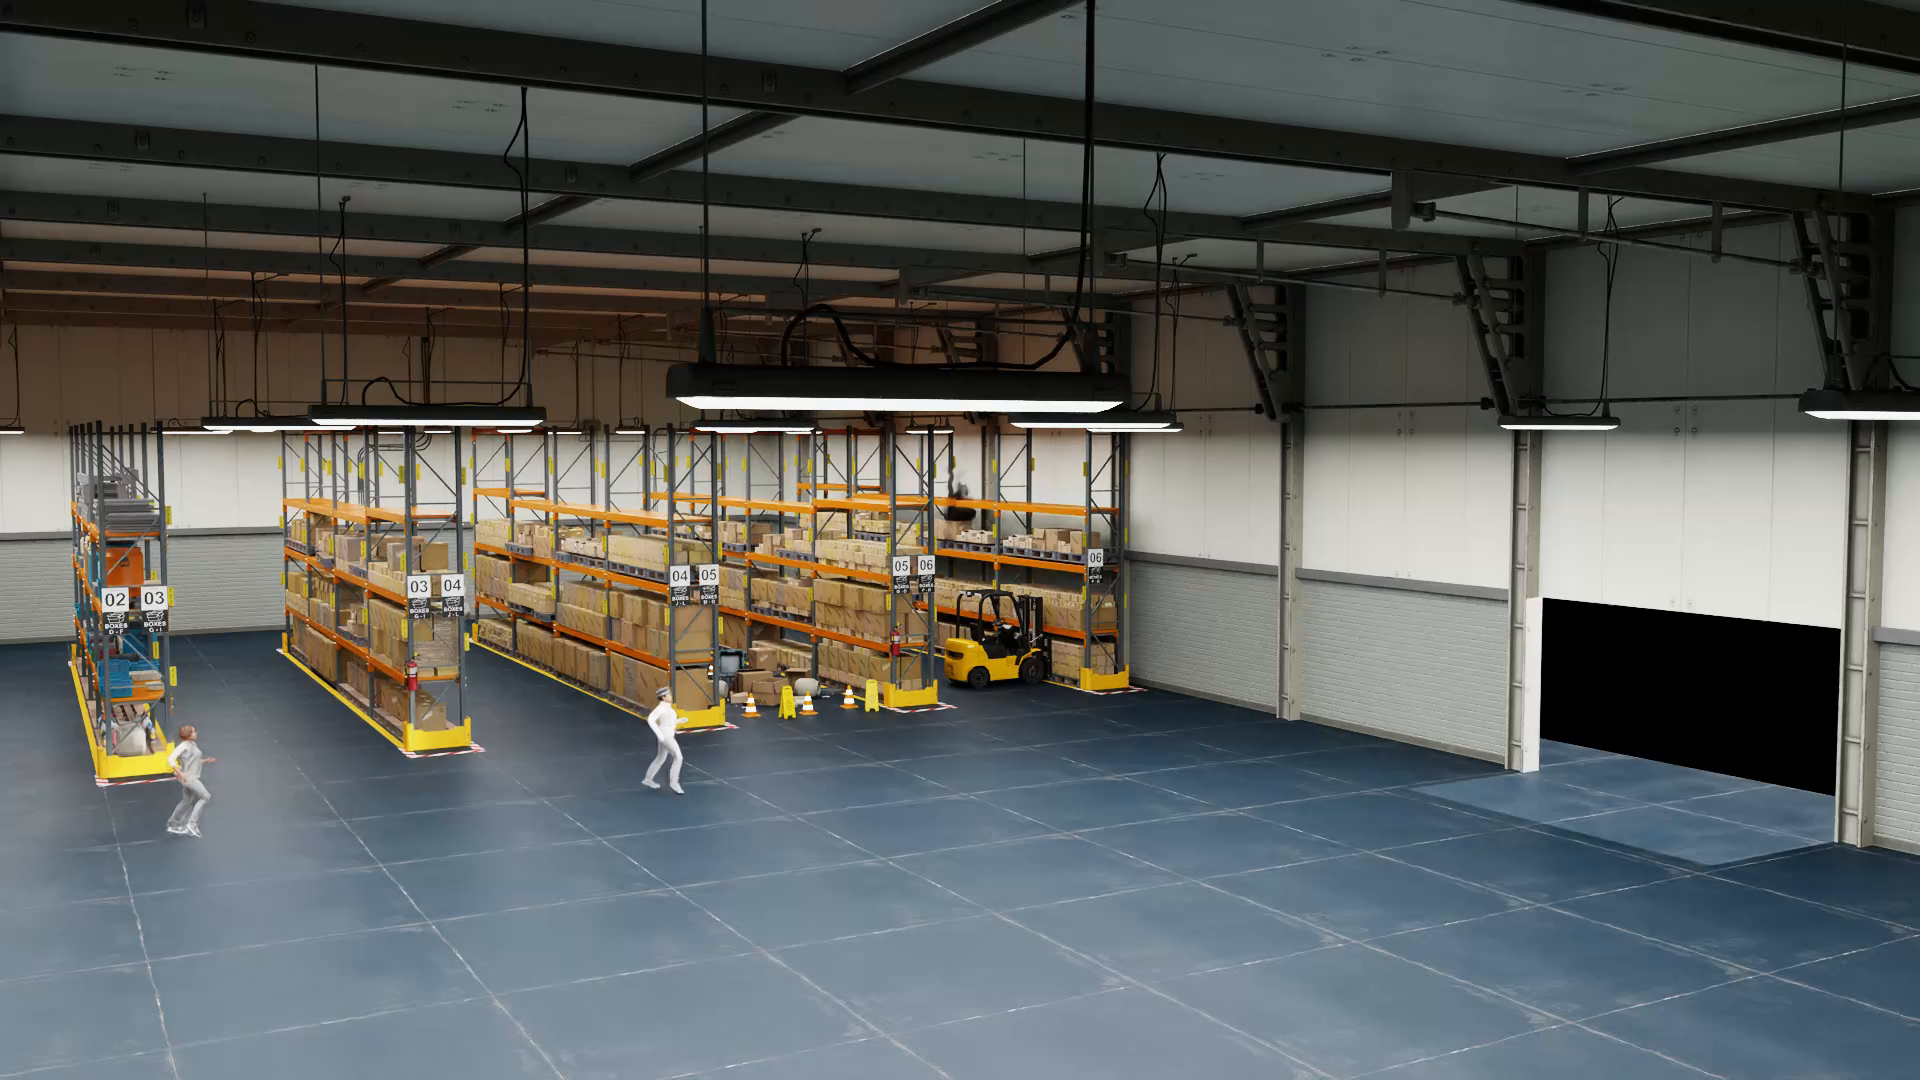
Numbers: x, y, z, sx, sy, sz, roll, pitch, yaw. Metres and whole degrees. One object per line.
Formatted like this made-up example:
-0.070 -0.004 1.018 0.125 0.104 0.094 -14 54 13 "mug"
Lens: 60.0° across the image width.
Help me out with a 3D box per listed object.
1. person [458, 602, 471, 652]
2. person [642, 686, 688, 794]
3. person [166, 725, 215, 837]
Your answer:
-12.959 2.200 42.842 0.675 1.816 0.737 -2 4 -26 "person"
-4.751 3.225 26.797 0.752 1.749 0.584 0 4 -7 "person"
-11.011 3.450 23.792 0.682 1.617 0.503 -1 4 -17 "person"
